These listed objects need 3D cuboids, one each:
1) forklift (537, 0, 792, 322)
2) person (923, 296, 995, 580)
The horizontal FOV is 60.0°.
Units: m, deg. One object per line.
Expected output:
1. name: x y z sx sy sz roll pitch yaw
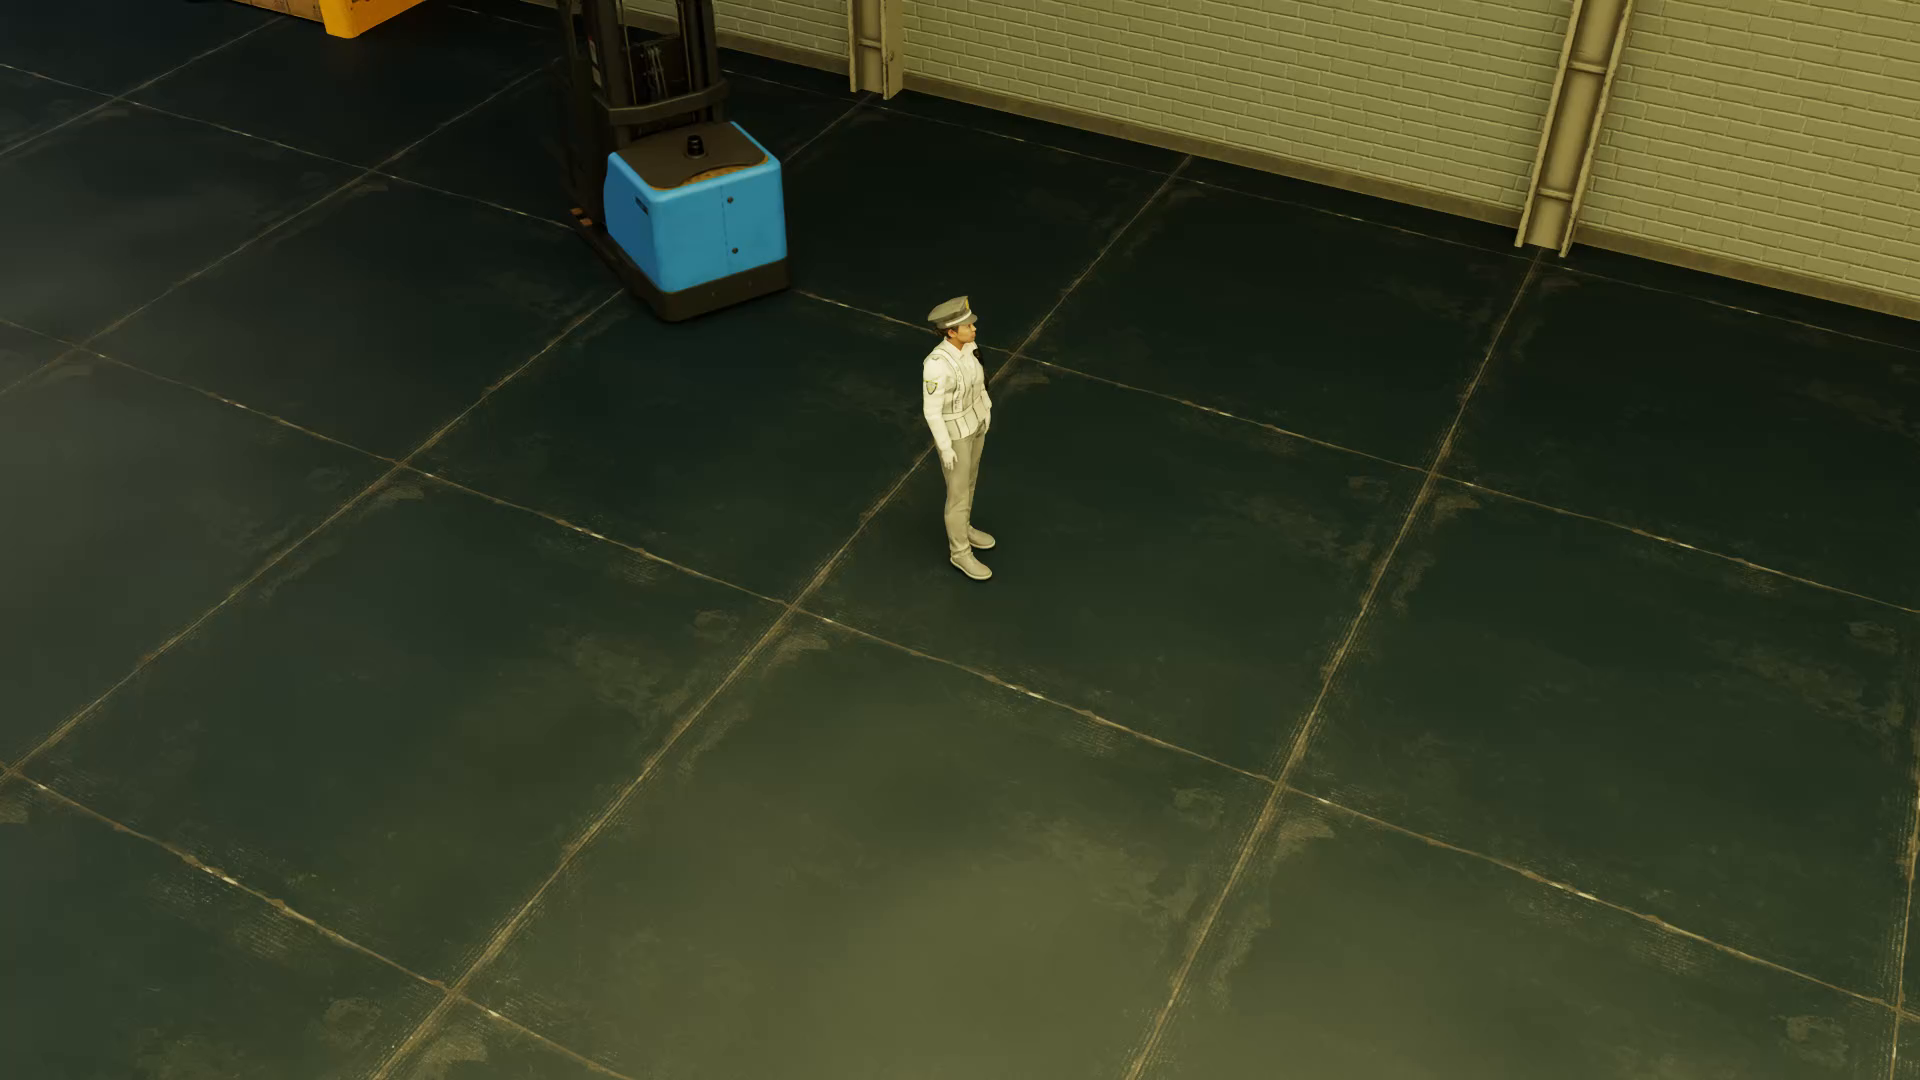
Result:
1. forklift: -2.461 -3.625 12.291 1.130 2.935 3.031 -22 45 -24
2. person: 0.056 -0.630 9.683 0.533 1.696 0.588 18 43 21
